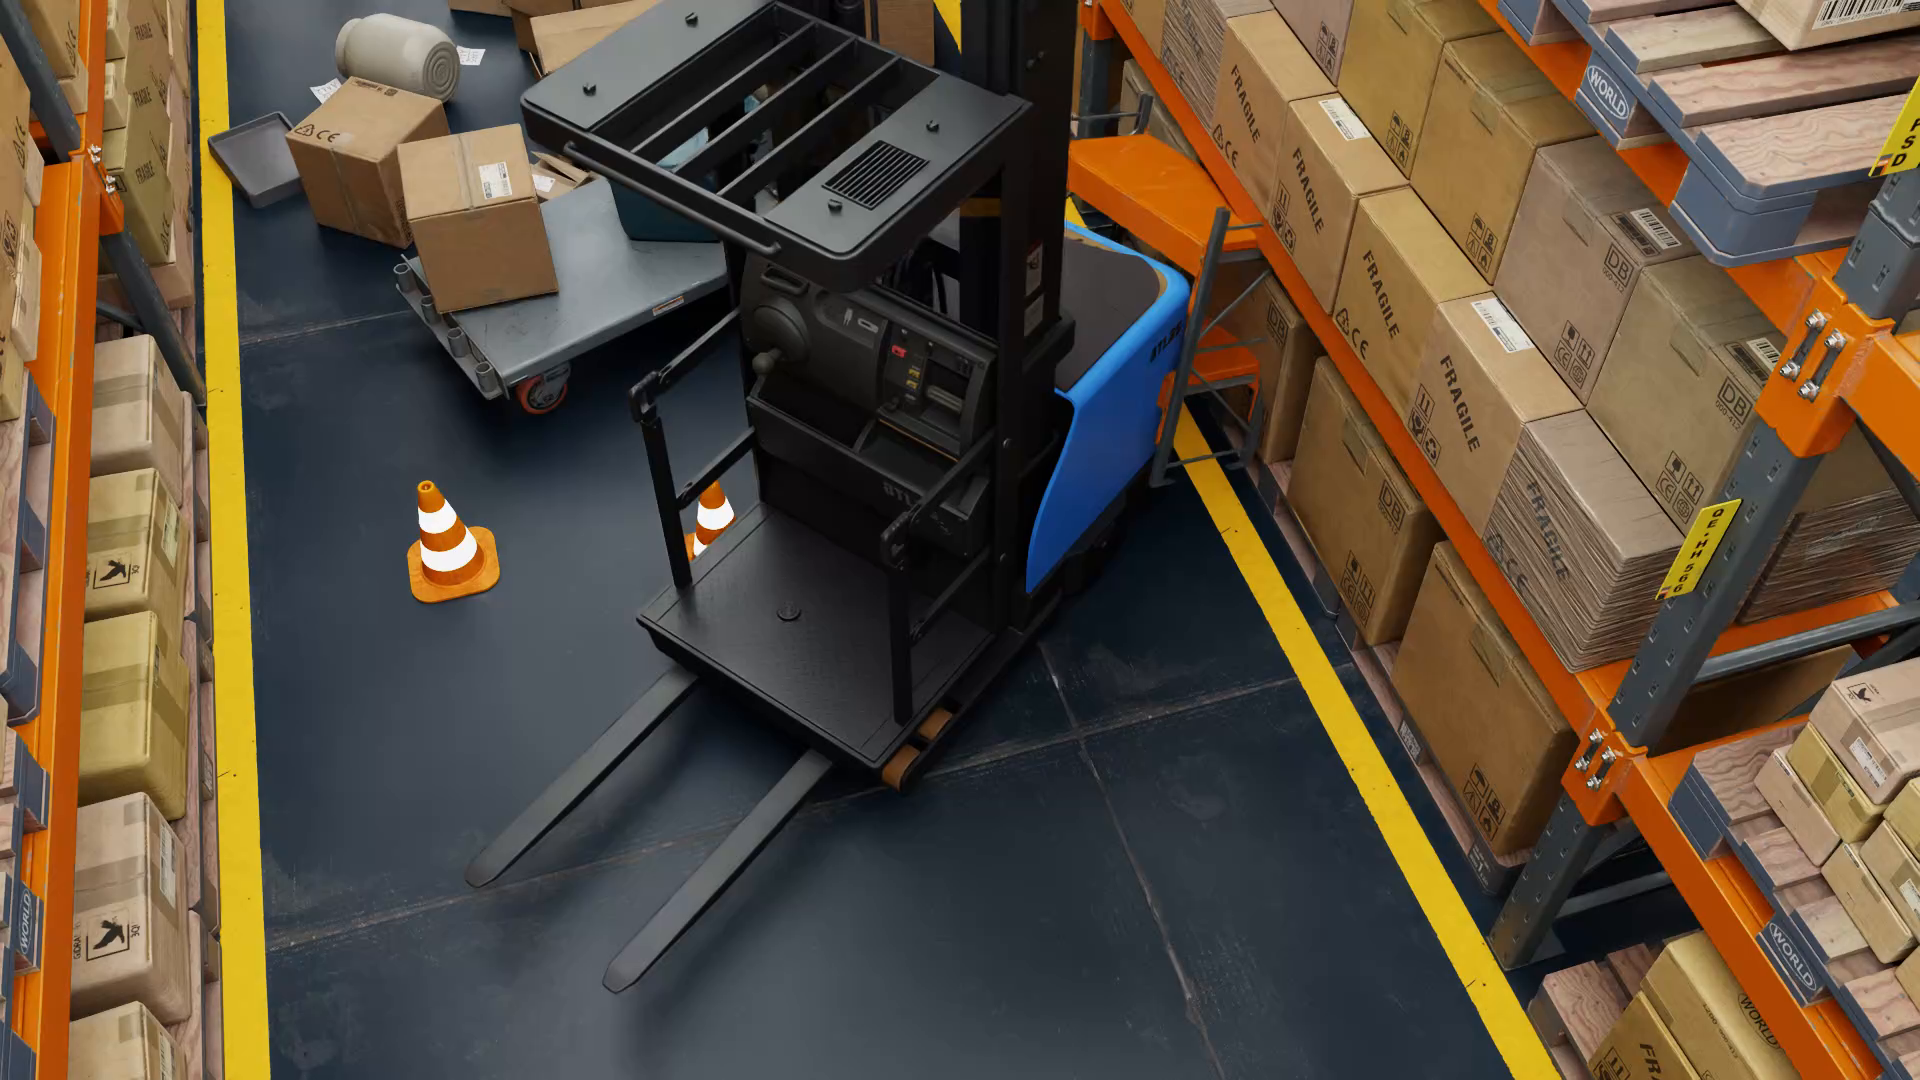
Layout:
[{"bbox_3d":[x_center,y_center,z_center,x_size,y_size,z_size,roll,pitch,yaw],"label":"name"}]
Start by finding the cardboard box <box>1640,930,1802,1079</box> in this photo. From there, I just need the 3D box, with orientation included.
[{"bbox_3d":[2.186,1.258,4.387,0.500,0.250,0.500,-15,52,-13],"label":"cardboard box"}]

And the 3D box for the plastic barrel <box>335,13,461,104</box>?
[{"bbox_3d":[-2.794,-2.382,8.271,0.512,0.421,0.421,18,52,14],"label":"plastic barrel"}]

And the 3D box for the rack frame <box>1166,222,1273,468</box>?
[{"bbox_3d":[1.010,-0.715,6.114,0.475,0.981,0.013,-13,40,-31],"label":"rack frame"}]

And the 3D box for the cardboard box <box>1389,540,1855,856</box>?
[{"bbox_3d":[2.119,0.396,5.441,1.050,0.750,0.750,-14,51,-11],"label":"cardboard box"}]

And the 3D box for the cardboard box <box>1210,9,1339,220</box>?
[{"bbox_3d":[1.224,-1.503,5.780,0.500,0.500,0.500,-14,51,-11],"label":"cardboard box"}]

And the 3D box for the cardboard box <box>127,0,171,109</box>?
[{"bbox_3d":[-3.906,-2.207,7.472,0.500,0.500,0.500,-11,51,-9],"label":"cardboard box"}]

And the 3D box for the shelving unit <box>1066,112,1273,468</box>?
[{"bbox_3d":[0.741,-0.987,6.448,0.538,0.981,1.030,-13,40,-31],"label":"shelving unit"}]

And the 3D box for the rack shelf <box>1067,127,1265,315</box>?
[{"bbox_3d":[0.784,-1.228,6.287,0.538,0.278,1.000,-13,40,-31],"label":"rack shelf"}]

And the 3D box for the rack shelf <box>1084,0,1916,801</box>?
[{"bbox_3d":[1.622,-0.958,5.856,1.077,0.370,4.000,-13,51,-11],"label":"rack shelf"}]

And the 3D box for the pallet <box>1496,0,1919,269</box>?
[{"bbox_3d":[1.972,-1.093,3.661,1.213,0.211,1.003,-11,51,-9],"label":"pallet"}]

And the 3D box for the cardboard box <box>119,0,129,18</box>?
[{"bbox_3d":[-3.801,-2.325,7.147,0.380,0.149,0.250,-11,51,-9],"label":"cardboard box"}]

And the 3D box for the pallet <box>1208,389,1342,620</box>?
[{"bbox_3d":[-0.315,1.322,5.287,6.107,0.211,4.108,-13,51,-11],"label":"pallet"}]

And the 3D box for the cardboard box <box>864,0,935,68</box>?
[{"bbox_3d":[-0.409,-2.747,8.527,0.500,0.500,0.500,-6,50,-5],"label":"cardboard box"}]

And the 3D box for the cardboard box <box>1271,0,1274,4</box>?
[{"bbox_3d":[1.337,-2.268,5.771,0.700,0.500,0.500,-14,51,-12],"label":"cardboard box"}]

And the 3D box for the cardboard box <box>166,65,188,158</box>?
[{"bbox_3d":[-3.913,-1.973,7.764,0.500,0.250,0.500,-14,51,-11],"label":"cardboard box"}]

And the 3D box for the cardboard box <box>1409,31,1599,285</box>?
[{"bbox_3d":[1.785,-1.157,4.834,0.700,0.500,0.500,-14,51,-12],"label":"cardboard box"}]

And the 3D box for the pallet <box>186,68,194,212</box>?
[{"bbox_3d":[-4.265,-1.934,8.032,1.003,0.211,1.213,-13,51,-11],"label":"pallet"}]

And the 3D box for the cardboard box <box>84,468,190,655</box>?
[{"bbox_3d":[-2.485,2.124,3.010,0.950,2.239,7.527,-10,51,-9],"label":"cardboard box"}]

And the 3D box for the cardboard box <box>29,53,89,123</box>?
[{"bbox_3d":[-3.455,-1.679,6.157,0.380,0.149,0.250,-14,51,-11],"label":"cardboard box"}]

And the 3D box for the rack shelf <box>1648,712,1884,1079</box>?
[{"bbox_3d":[2.805,1.878,3.291,0.919,0.052,3.809,-13,51,-11],"label":"rack shelf"}]

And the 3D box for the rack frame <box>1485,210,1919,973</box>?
[{"bbox_3d":[2.213,0.271,4.349,1.000,3.000,0.127,-13,51,-11],"label":"rack frame"}]

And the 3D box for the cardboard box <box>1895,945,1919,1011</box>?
[{"bbox_3d":[2.312,0.982,3.639,0.380,0.149,0.250,-11,51,-9],"label":"cardboard box"}]

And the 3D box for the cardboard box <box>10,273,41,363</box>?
[{"bbox_3d":[-3.002,-0.636,5.004,0.380,0.149,0.250,-13,51,-11],"label":"cardboard box"}]

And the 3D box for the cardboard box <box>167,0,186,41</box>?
[{"bbox_3d":[-4.210,-2.718,8.393,0.500,0.250,0.500,-13,51,-11],"label":"cardboard box"}]

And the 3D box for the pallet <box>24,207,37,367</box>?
[{"bbox_3d":[-3.581,-0.804,5.381,1.003,0.211,1.213,-13,51,-11],"label":"pallet"}]

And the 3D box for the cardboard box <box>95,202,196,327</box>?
[{"bbox_3d":[-3.585,-1.198,7.112,0.500,0.250,0.500,-15,52,-13],"label":"cardboard box"}]

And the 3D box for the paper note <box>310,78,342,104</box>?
[{"bbox_3d":[-3.202,-2.283,8.444,0.142,0.019,0.148,-30,56,-23],"label":"paper note"}]

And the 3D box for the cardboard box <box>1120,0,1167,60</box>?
[{"bbox_3d":[0.929,-2.238,6.399,0.500,0.500,0.500,-13,51,-11],"label":"cardboard box"}]

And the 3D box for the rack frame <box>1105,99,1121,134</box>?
[{"bbox_3d":[1.033,-2.651,6.813,0.949,2.616,0.053,-13,51,-11],"label":"rack frame"}]

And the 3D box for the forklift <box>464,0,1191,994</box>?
[{"bbox_3d":[-0.432,-0.471,5.078,1.129,2.843,3.031,29,56,22],"label":"forklift"}]

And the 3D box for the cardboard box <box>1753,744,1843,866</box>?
[{"bbox_3d":[2.153,0.589,3.971,0.380,0.149,0.250,-14,51,-11],"label":"cardboard box"}]

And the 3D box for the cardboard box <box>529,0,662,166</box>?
[{"bbox_3d":[-1.629,-2.226,7.999,0.797,0.637,0.503,-13,51,-11],"label":"cardboard box"}]

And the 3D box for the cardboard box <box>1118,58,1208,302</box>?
[{"bbox_3d":[1.300,-1.627,7.147,1.050,0.750,0.750,-14,51,-11],"label":"cardboard box"}]
